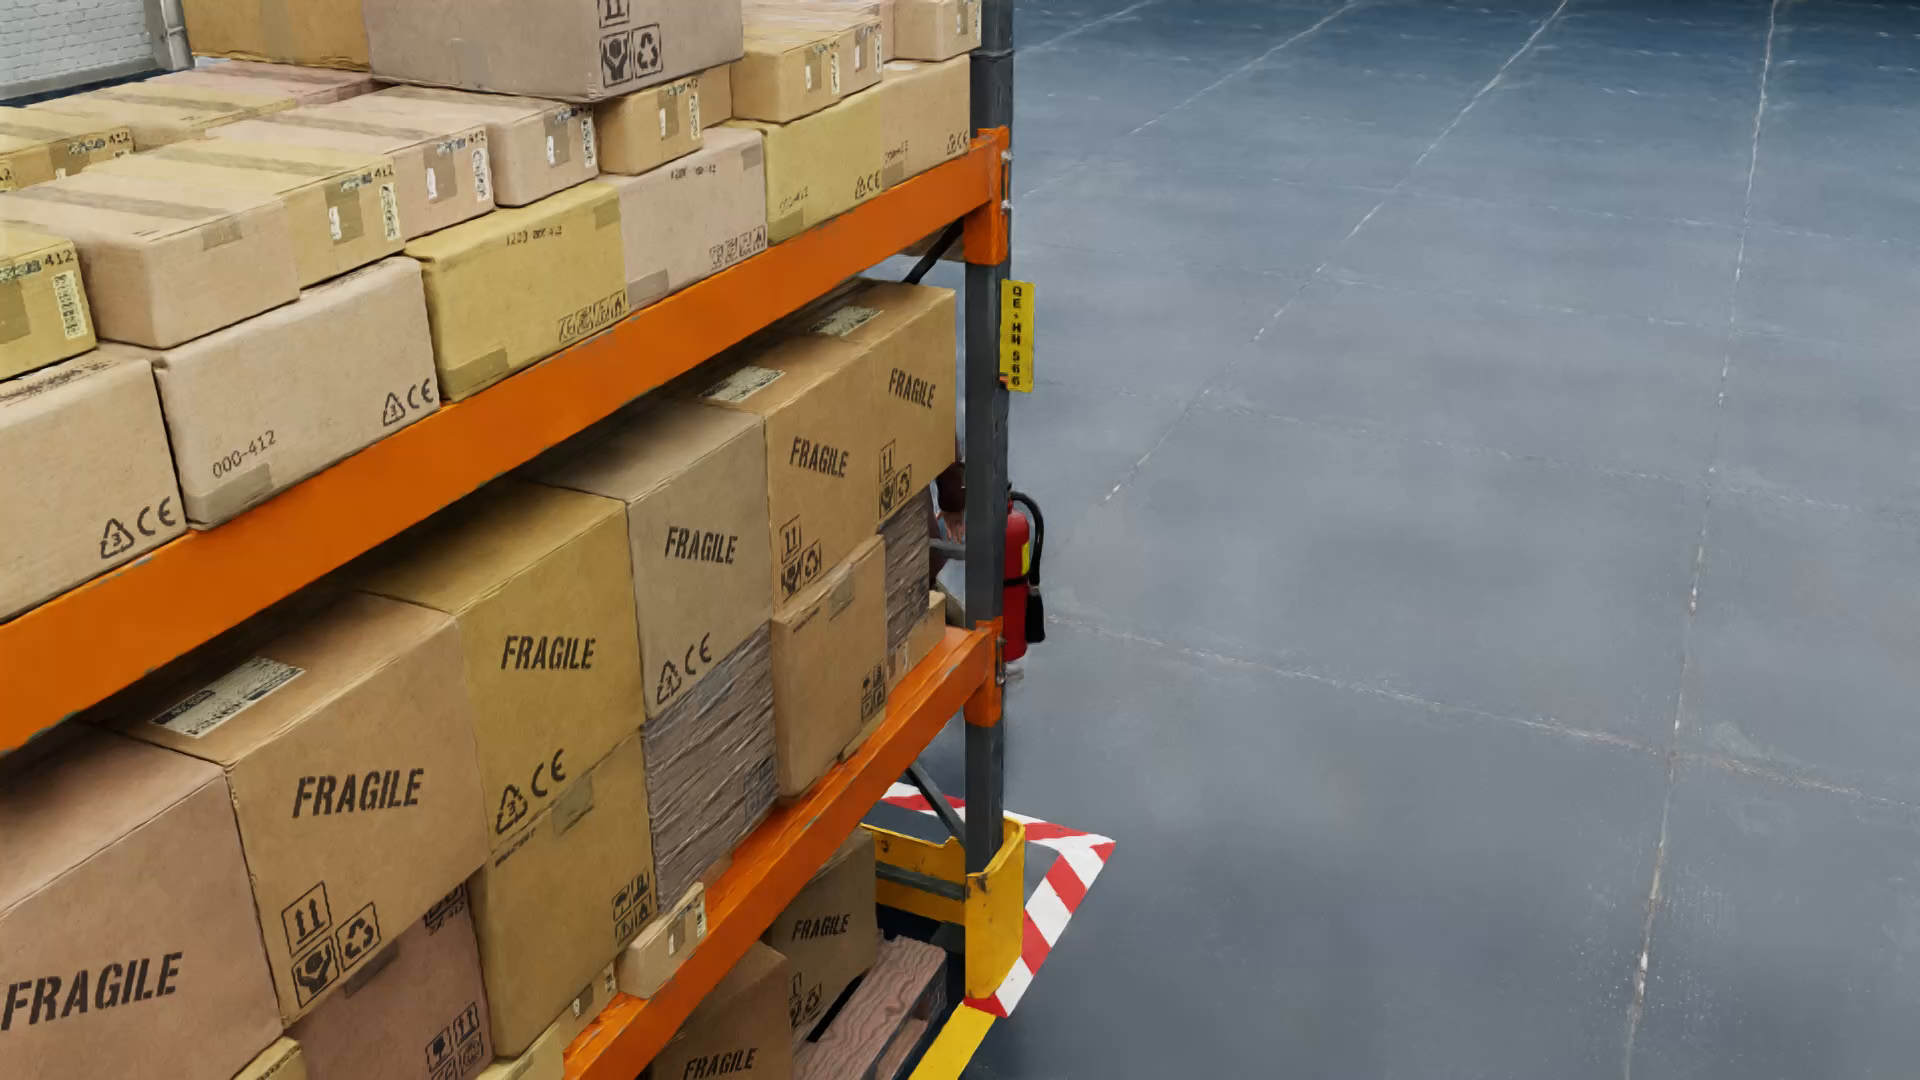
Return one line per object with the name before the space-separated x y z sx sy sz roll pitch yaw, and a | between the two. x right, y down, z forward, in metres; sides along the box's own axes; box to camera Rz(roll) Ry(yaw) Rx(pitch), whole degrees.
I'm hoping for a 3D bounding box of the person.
person | -0.180 -0.048 6.727 0.666 1.775 0.788 18 31 32
